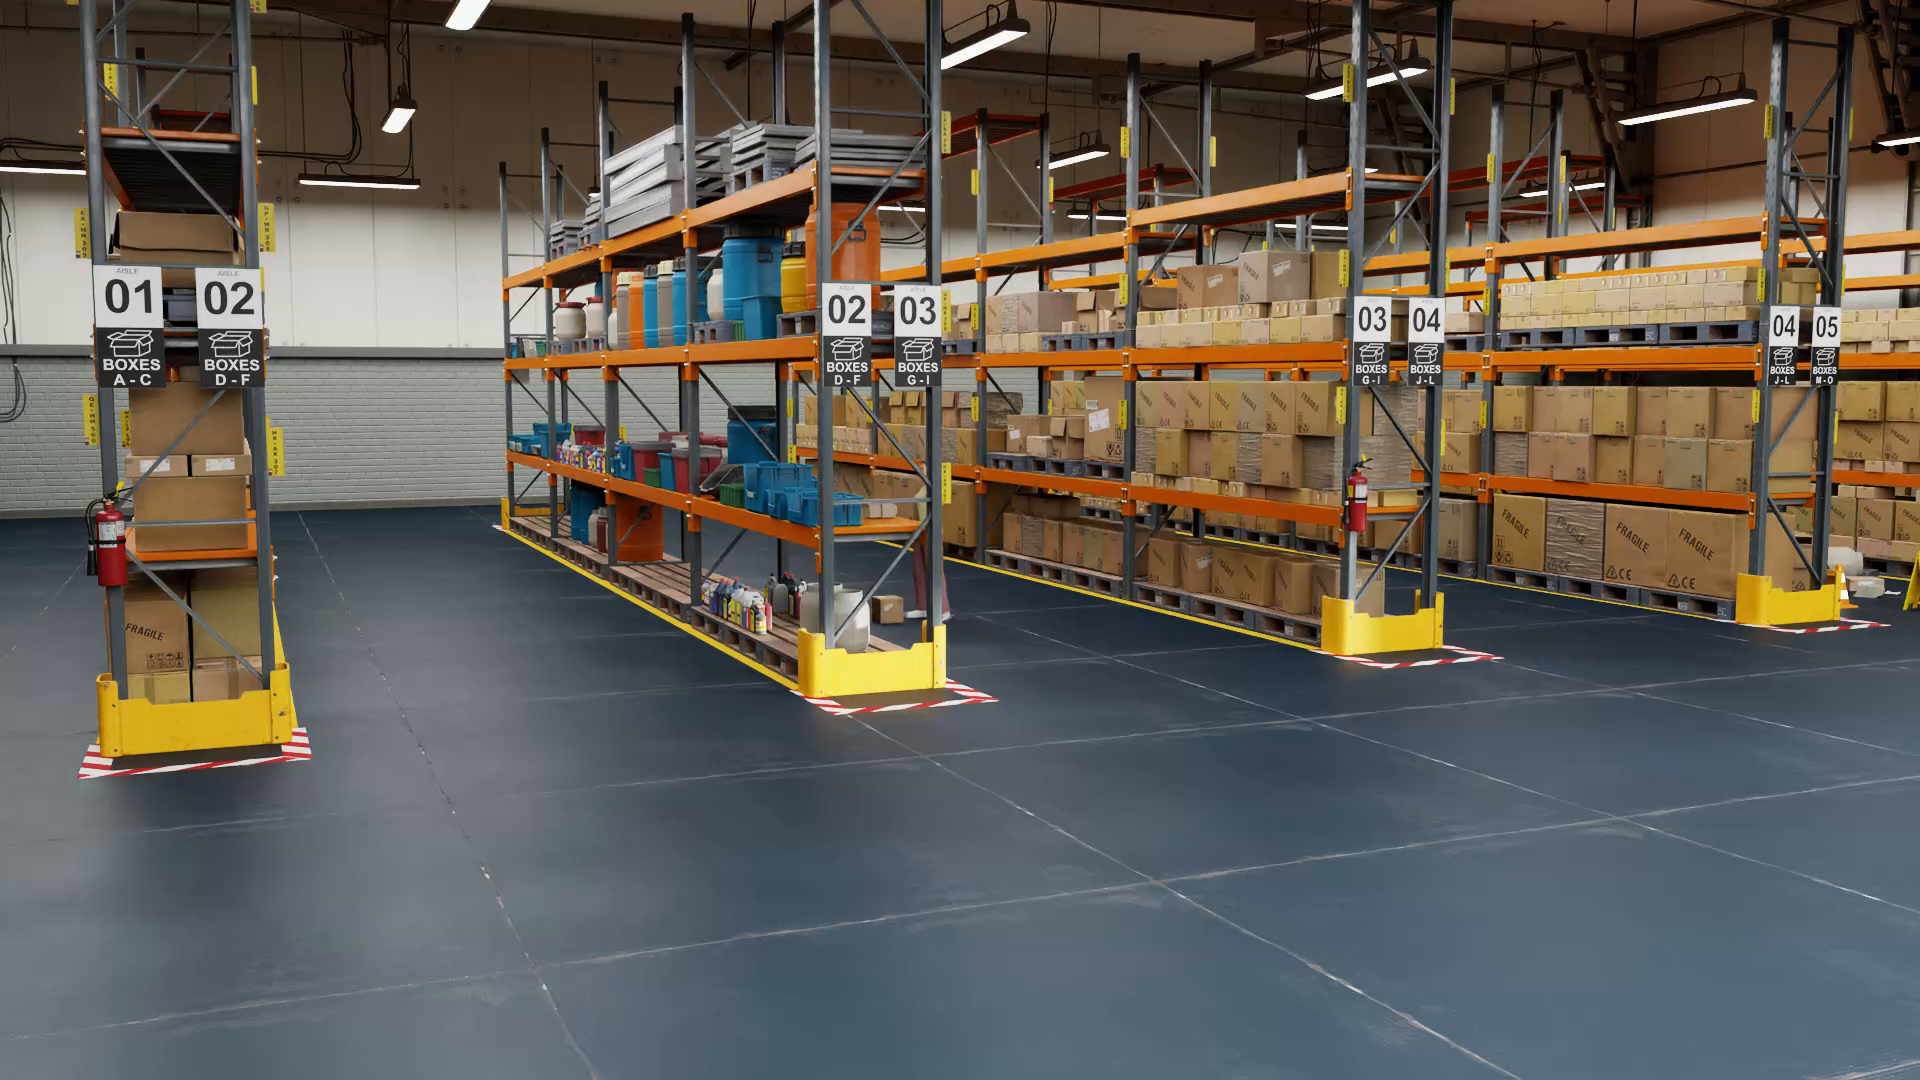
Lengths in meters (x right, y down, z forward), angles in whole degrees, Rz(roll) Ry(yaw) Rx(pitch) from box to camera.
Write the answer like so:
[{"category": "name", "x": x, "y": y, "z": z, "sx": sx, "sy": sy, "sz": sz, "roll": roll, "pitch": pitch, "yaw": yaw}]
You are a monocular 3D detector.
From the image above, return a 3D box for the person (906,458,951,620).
[{"category": "person", "x": -0.320, "y": 0.009, "z": 17.139, "sx": 0.401, "sy": 1.709, "sz": 0.443, "roll": -2, "pitch": 6, "yaw": -22}]
